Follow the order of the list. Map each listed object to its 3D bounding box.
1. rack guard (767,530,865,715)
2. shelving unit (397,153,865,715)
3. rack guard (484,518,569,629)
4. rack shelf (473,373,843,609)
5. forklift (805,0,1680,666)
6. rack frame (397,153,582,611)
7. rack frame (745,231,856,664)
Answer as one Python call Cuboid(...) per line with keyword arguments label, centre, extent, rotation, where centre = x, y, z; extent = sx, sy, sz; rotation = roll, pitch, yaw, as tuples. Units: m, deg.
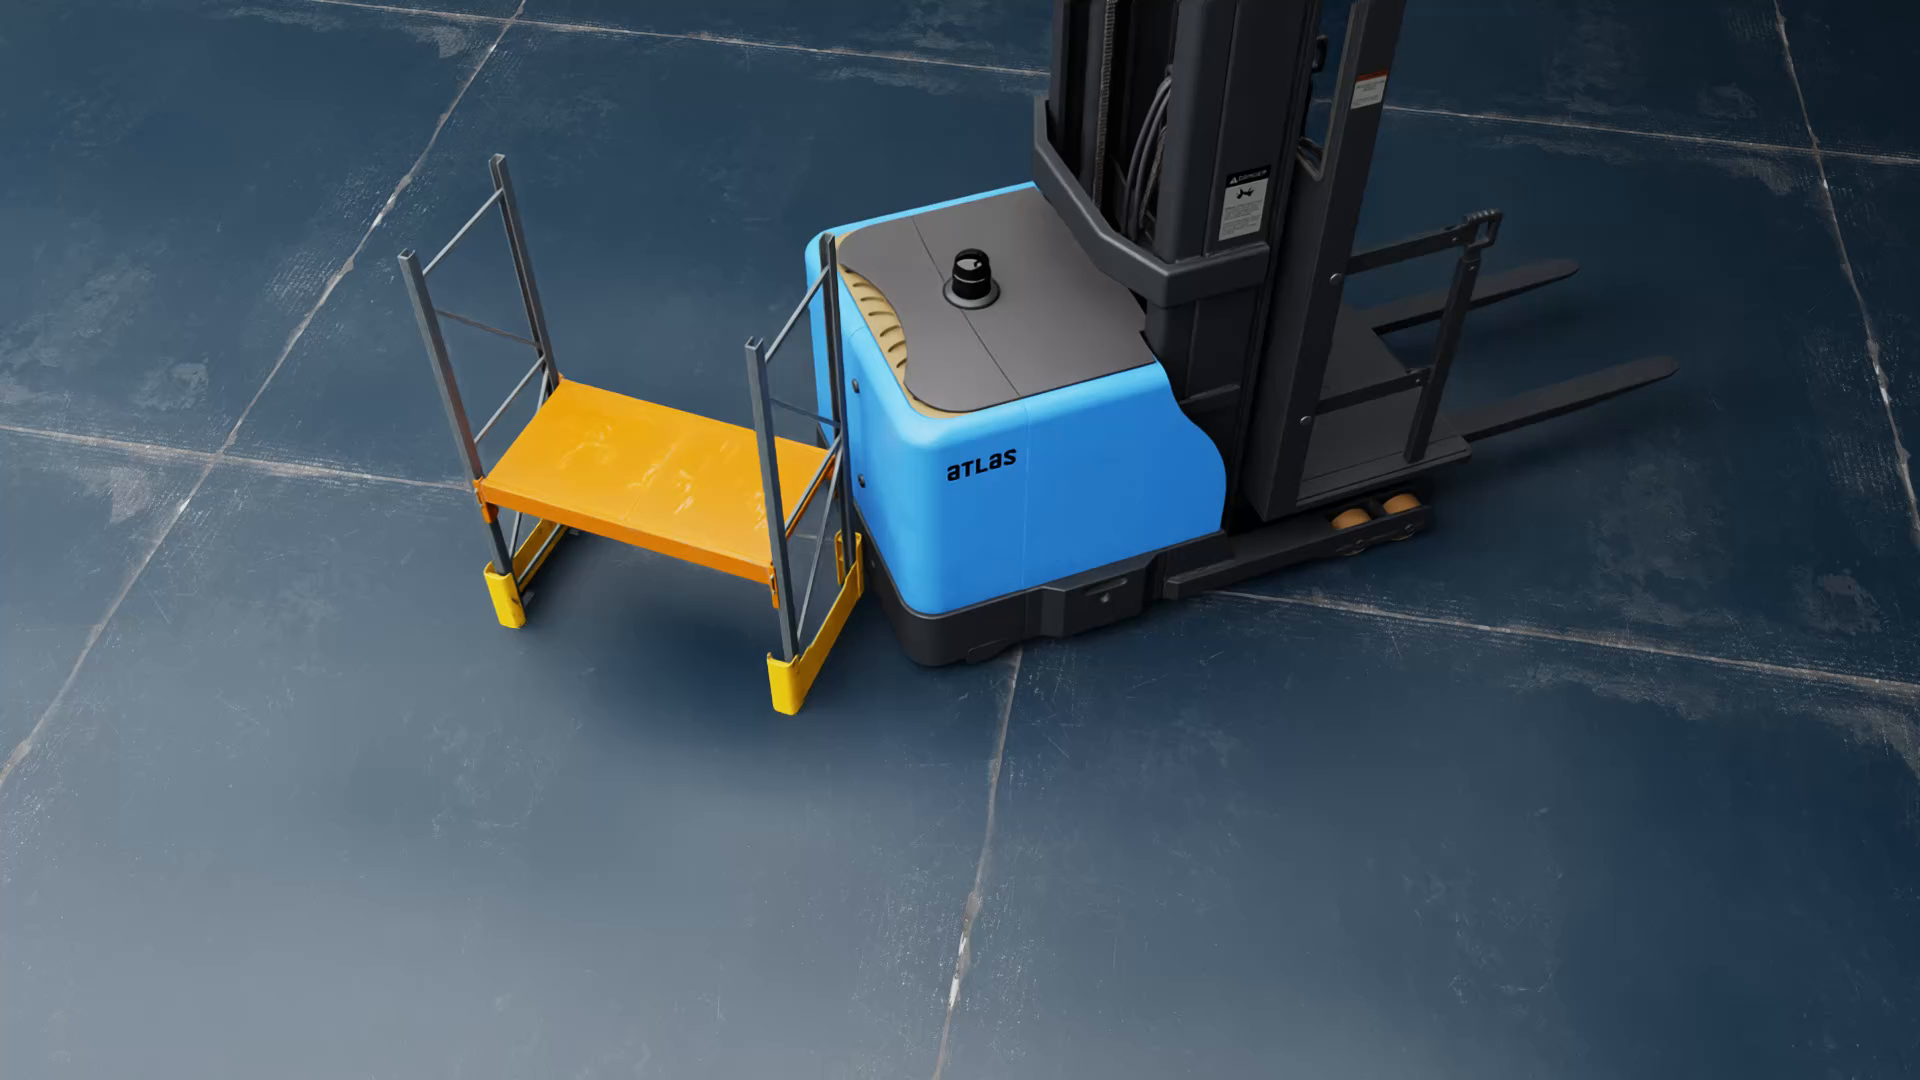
Cuboid(label="rack guard", centre=(-0.456, 0.259, 5.349), extent=(0.087, 0.250, 0.587), rotation=(16, 50, 14))
Cuboid(label="shelving unit", centre=(-0.923, -0.289, 5.001), extent=(1.083, 1.500, 0.587), rotation=(16, 50, 14))
Cuboid(label="rack guard", centre=(-1.389, -0.001, 5.583), extent=(0.087, 0.250, 0.587), rotation=(16, 50, 14))
Cuboid(label="rack shelf", centre=(-0.914, -0.166, 5.133), extent=(1.000, 0.185, 0.538), rotation=(16, 50, 14))
Cuboid(label="forklift", centre=(1.075, -1.279, 4.928), extent=(3.031, 2.935, 1.130), rotation=(-16, 50, -14))
Cuboid(label="rack frame", centre=(-1.390, -0.419, 5.118), extent=(0.032, 1.500, 0.500), rotation=(16, 50, 14))
Cuboid(label="rack frame", centre=(-0.438, -0.154, 4.880), extent=(0.032, 1.500, 0.500), rotation=(16, 50, 14))
